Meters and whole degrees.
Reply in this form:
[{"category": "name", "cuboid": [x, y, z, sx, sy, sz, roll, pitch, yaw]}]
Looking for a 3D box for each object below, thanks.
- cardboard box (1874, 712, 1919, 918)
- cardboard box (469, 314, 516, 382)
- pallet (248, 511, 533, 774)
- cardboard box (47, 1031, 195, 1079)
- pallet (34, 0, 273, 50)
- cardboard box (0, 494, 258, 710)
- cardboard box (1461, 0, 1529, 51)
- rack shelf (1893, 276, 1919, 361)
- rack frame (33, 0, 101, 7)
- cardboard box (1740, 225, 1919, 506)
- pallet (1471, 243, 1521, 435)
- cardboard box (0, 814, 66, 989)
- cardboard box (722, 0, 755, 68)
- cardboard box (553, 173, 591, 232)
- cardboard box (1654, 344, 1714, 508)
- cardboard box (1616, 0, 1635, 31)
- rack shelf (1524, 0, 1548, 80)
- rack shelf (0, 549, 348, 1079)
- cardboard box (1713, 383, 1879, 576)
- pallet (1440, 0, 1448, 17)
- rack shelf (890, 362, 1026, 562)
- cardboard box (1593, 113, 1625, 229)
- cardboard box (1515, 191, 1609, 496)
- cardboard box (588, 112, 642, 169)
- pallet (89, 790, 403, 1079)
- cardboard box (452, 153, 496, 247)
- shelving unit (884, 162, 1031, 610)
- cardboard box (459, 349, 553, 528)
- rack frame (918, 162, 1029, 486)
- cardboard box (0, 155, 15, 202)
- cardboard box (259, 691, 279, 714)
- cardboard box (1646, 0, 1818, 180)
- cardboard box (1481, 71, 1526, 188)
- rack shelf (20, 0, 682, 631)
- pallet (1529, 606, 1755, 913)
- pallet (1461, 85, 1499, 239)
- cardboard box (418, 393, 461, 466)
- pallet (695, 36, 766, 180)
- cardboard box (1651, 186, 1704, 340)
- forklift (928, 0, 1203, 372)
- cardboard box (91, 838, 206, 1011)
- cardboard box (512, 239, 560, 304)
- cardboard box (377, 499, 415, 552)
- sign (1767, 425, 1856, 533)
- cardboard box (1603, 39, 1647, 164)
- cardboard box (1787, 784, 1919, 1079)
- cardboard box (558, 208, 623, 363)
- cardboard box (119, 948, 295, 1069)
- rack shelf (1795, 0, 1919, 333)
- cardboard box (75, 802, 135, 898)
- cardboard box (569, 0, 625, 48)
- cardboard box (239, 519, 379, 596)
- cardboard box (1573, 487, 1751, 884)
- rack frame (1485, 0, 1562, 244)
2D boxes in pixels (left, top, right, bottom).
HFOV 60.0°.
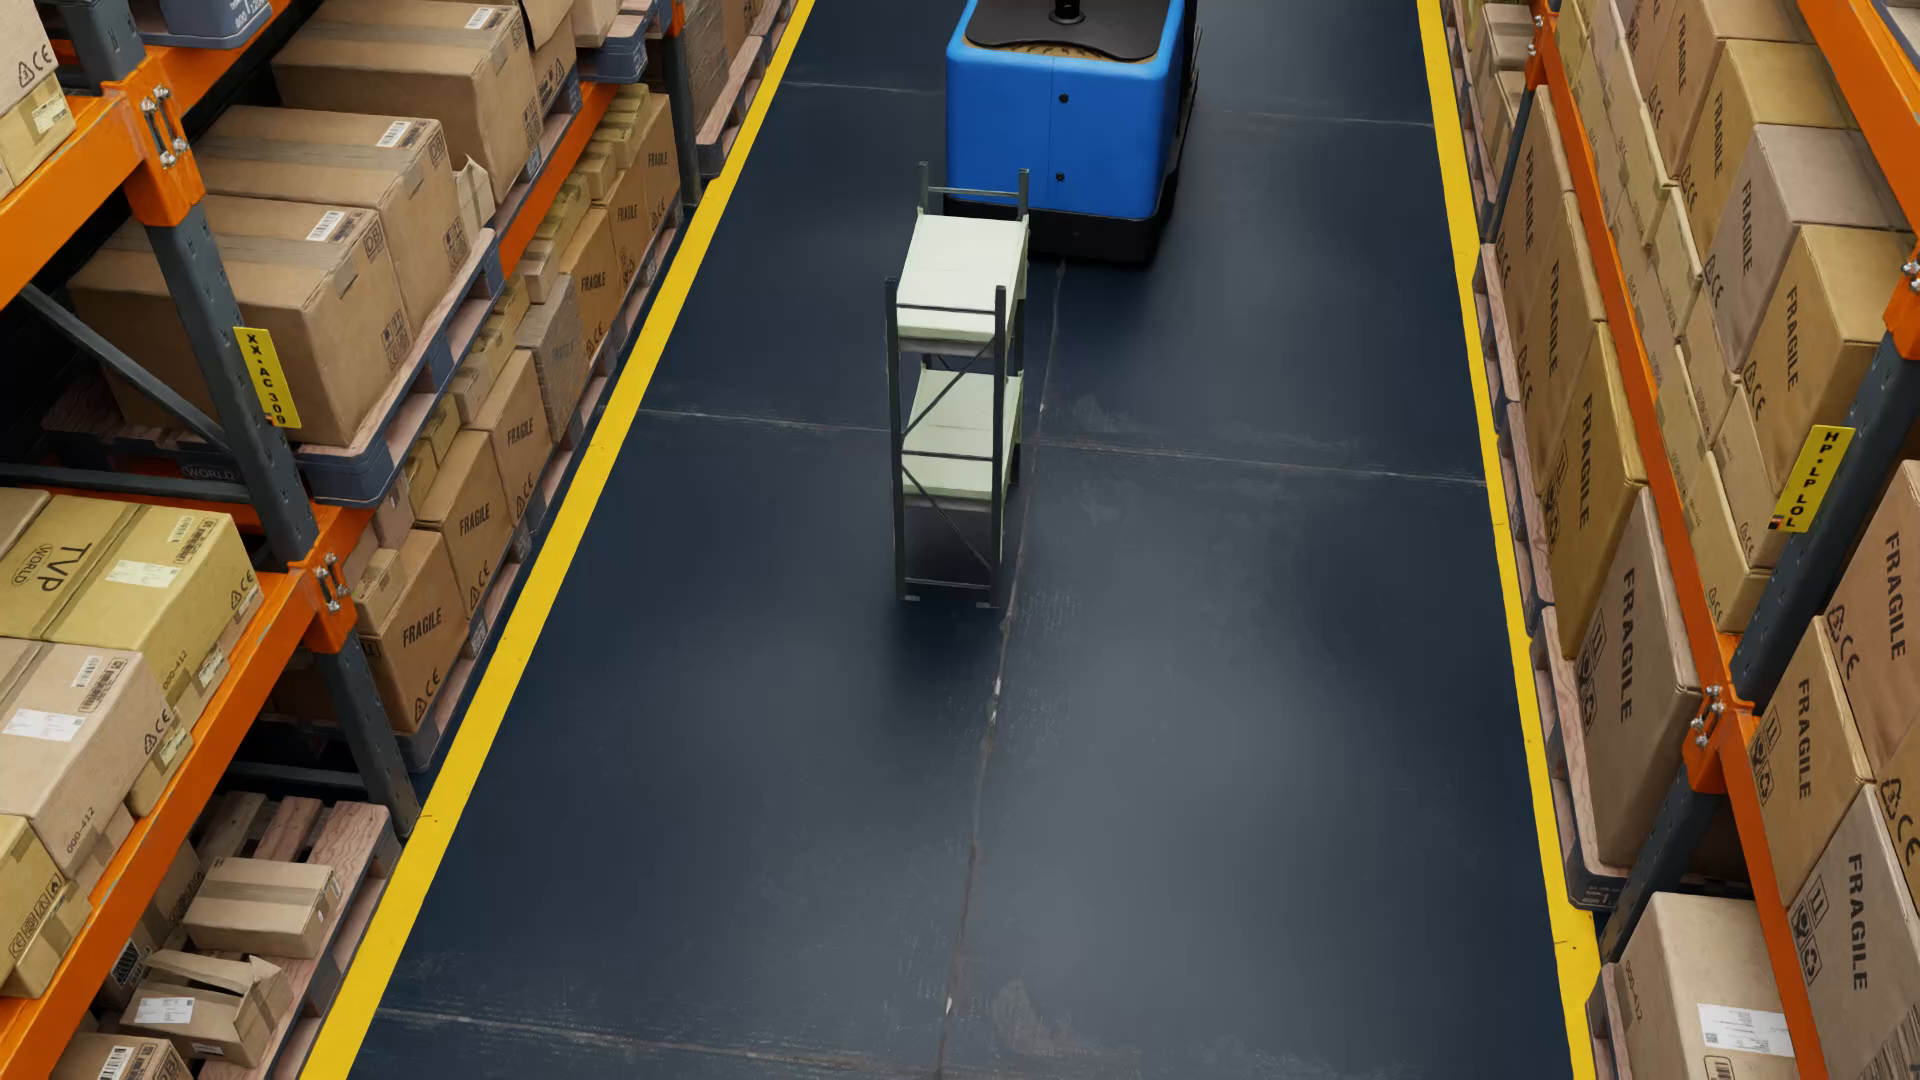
[{"category": "cardboard box", "cuboid": [2.177, 0.540, 3.198, 0.500, 0.500, 0.500, 5, 44, 5]}, {"category": "cardboard box", "cuboid": [-1.946, -0.752, 6.403, 0.380, 0.149, 0.250, 7, 44, 7]}, {"category": "pallet", "cuboid": [-2.298, 0.299, 6.280, 1.003, 0.211, 1.213, 5, 44, 6]}, {"category": "cardboard box", "cuboid": [-2.433, 1.631, 4.358, 0.700, 0.500, 0.500, 4, 44, 4]}, {"category": "pallet", "cuboid": [-2.212, -1.614, 4.228, 1.213, 0.211, 1.003, 5, 44, 6]}, {"category": "cardboard box", "cuboid": [-2.193, 0.160, 4.292, 0.500, 0.250, 0.500, 6, 44, 7]}, {"category": "cardboard box", "cuboid": [3.362, -3.035, 9.380, 0.950, 0.372, 0.625, 7, 44, 7]}, {"category": "rack shelf", "cuboid": [2.289, 0.828, 2.035, 1.077, 0.370, 4.000, 5, 44, 6]}, {"category": "rack frame", "cuboid": [-2.368, -2.334, 2.670, 1.000, 3.000, 0.127, 5, 44, 6]}, {"category": "cardboard box", "cuboid": [2.363, -0.433, 4.226, 0.500, 0.500, 0.500, 7, 44, 7]}, {"category": "pallet", "cuboid": [2.903, -0.890, 7.536, 1.003, 0.211, 1.213, 5, 44, 6]}, {"category": "cardboard box", "cuboid": [-2.324, 0.842, 3.572, 0.500, 0.250, 0.500, 5, 44, 5]}, {"category": "cardboard box", "cuboid": [-1.664, -3.042, 9.202, 0.875, 0.625, 0.625, 7, 44, 7]}, {"category": "cardboard box", "cuboid": [-1.817, -1.462, 7.153, 0.380, 0.149, 0.250, 6, 44, 7]}, {"category": "cardboard box", "cuboid": [2.431, -0.328, 5.024, 0.500, 0.250, 0.500, 5, 44, 5]}, {"category": "cardboard box", "cuboid": [2.718, -2.179, 6.070, 0.500, 0.500, 0.500, 5, 44, 6]}, {"category": "rack shelf", "cuboid": [3.346, -3.535, 8.825, 1.077, 0.370, 4.000, 5, 44, 6]}, {"category": "rack shelf", "cuboid": [-2.632, 1.469, 3.540, 1.077, 0.370, 4.000, 5, 44, 6]}, {"category": "cardboard box", "cuboid": [2.370, -0.156, 4.479, 0.500, 0.250, 0.500, 5, 44, 5]}, {"category": "pallet", "cuboid": [3.509, -3.616, 10.415, 1.003, 0.211, 1.213, 5, 44, 6]}, {"category": "rack shelf", "cuboid": [0.001, -0.312, 6.463, 0.431, 0.370, 0.720, 5, 44, 6]}, {"category": "cardboard box", "cuboid": [2.642, -1.359, 6.113, 0.500, 0.250, 0.500, 7, 44, 7]}, {"category": "cardboard box", "cuboid": [2.786, -0.743, 6.593, 0.875, 0.875, 0.875, 6, 44, 6]}, {"category": "cardboard box", "cuboid": [-1.658, -1.813, 7.524, 0.380, 0.149, 0.250, 3, 44, 3]}, {"category": "pallet", "cuboid": [-2.459, 1.325, 5.197, 1.003, 0.211, 1.213, 5, 44, 6]}, {"category": "cardboard box", "cuboid": [-1.804, -1.171, 5.597, 0.396, 0.266, 0.258, 7, 44, 8]}, {"category": "shelving unit", "cuboid": [0.001, -0.549, 6.239, 0.431, 1.500, 0.755, 5, 44, 6]}, {"category": "cardboard box", "cuboid": [-1.950, -0.413, 6.517, 0.500, 0.500, 0.500, 4, 44, 4]}, {"category": "rack frame", "cuboid": [0.049, -0.799, 6.503, 0.400, 1.500, 0.023, 5, 44, 6]}, {"category": "cardboard box", "cuboid": [-2.158, -0.715, 3.324, 0.380, 0.149, 0.250, 5, 44, 5]}, {"category": "cardboard box", "cuboid": [-2.596, 0.238, 5.829, 0.500, 0.500, 0.500, 5, 44, 5]}, {"category": "cardboard box", "cuboid": [2.564, -1.485, 5.336, 0.500, 0.500, 0.500, 6, 44, 6]}, {"category": "cardboard box", "cuboid": [3.166, -2.015, 8.302, 0.950, 0.372, 0.625, 3, 43, 3]}, {"category": "rack shelf", "cuboid": [-2.103, -1.257, 6.419, 1.077, 0.370, 4.000, 5, 44, 6]}, {"category": "pallet", "cuboid": [2.580, 0.773, 5.780, 1.003, 0.211, 1.213, 5, 44, 6]}, {"category": "pallet", "cuboid": [3.187, -1.953, 8.659, 1.003, 0.211, 1.213, 5, 44, 6]}, {"category": "cardboard box", "cuboid": [-2.051, -0.416, 6.048, 0.380, 0.149, 0.250, 5, 44, 5]}, {"category": "pallet", "cuboid": [-1.691, -2.426, 9.159, 1.003, 0.211, 1.213, 5, 44, 6]}, {"category": "cardboard box", "cuboid": [2.491, -0.851, 5.213, 0.500, 0.250, 0.500, 6, 44, 7]}, {"category": "forklift", "cuboid": [8.953, -0.498, 4.995, 19.036, 3.140, 8.227, 8, 44, 9]}, {"category": "cardboard box", "cuboid": [-2.689, 1.097, 5.060, 0.500, 0.311, 0.500, 7, 44, 7]}, {"category": "cardboard box", "cuboid": [-1.856, -1.101, 6.772, 0.380, 0.149, 0.250, 3, 44, 4]}, {"category": "cardboard box", "cuboid": [-2.097, -0.052, 5.664, 0.380, 0.149, 0.250, 4, 44, 4]}, {"category": "sign", "cuboid": [2.014, -0.141, 3.933, 0.100, 0.325, 0.005, 5, 44, 6]}, {"category": "cardboard box", "cuboid": [2.622, -1.546, 5.947, 0.500, 0.250, 0.500, 5, 44, 5]}, {"category": "cardboard box", "cuboid": [2.161, 0.896, 3.550, 0.500, 0.500, 0.500, 5, 44, 6]}, {"category": "cardboard box", "cuboid": [-1.825, -1.121, 7.265, 0.500, 0.500, 0.500, 7, 44, 7]}, {"category": "cardboard box", "cuboid": [-2.197, 1.335, 4.842, 0.396, 0.266, 0.258, 7, 44, 7]}, {"category": "rack shelf", "cuboid": [2.817, -1.898, 4.914, 1.077, 0.370, 4.000, 5, 44, 6]}, {"category": "cardboard box", "cuboid": [-2.244, 0.711, 4.000, 0.380, 0.149, 0.250, 6, 44, 7]}, {"category": "cardboard box", "cuboid": [-1.657, -2.231, 6.728, 0.500, 0.250, 0.500, 3, 44, 4]}, {"category": "cardboard box", "cuboid": [-2.117, 0.030, 5.361, 0.380, 0.149, 0.250, 5, 44, 5]}, {"category": "cardboard box", "cuboid": [2.556, 0.483, 5.299, 0.875, 0.875, 0.875, 6, 44, 7]}, {"category": "rack frame", "cuboid": [3.082, -2.433, 7.138, 1.000, 3.000, 0.127, 5, 44, 6]}]
